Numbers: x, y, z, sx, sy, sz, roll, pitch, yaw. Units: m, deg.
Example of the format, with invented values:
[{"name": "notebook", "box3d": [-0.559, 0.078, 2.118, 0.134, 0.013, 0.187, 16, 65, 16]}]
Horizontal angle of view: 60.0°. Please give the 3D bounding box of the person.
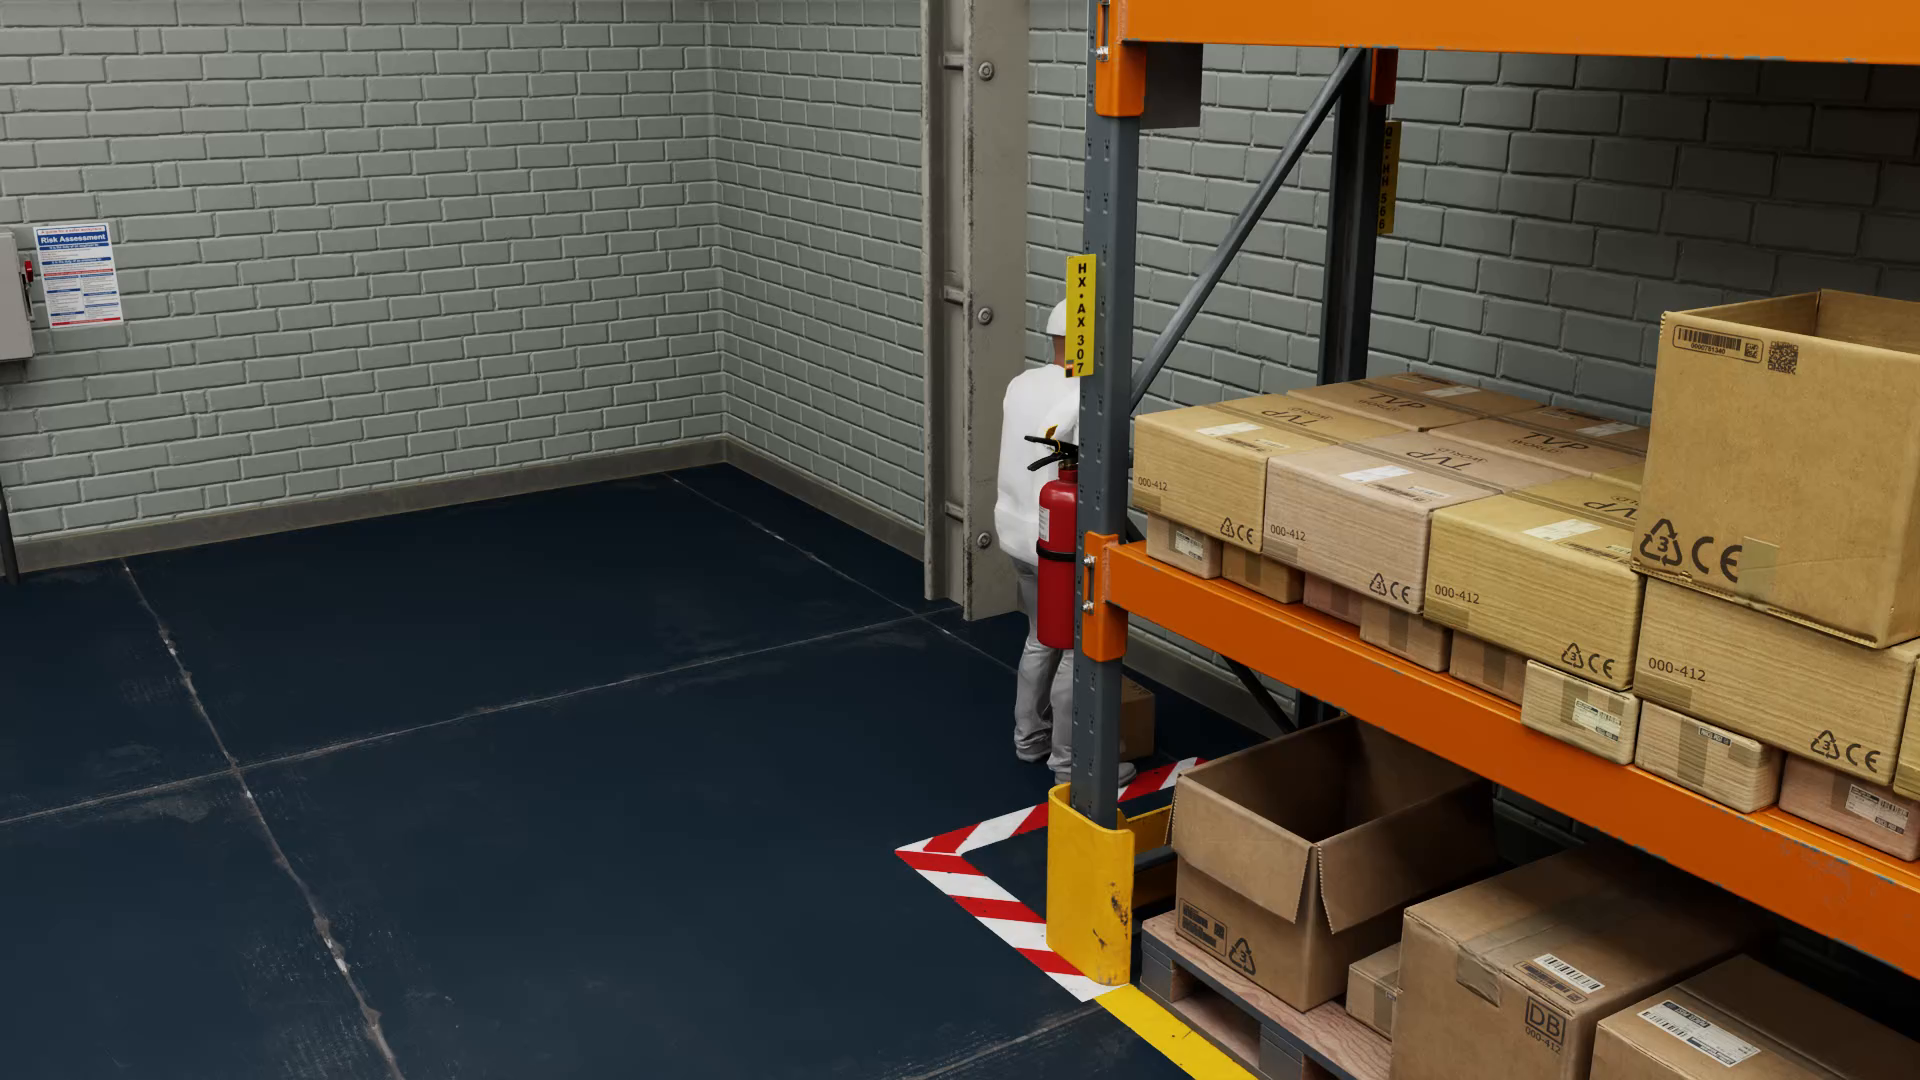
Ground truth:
[{"name": "person", "box3d": [0.380, -0.007, 6.014, 0.361, 1.660, 0.633, -10, 20, -28]}]
